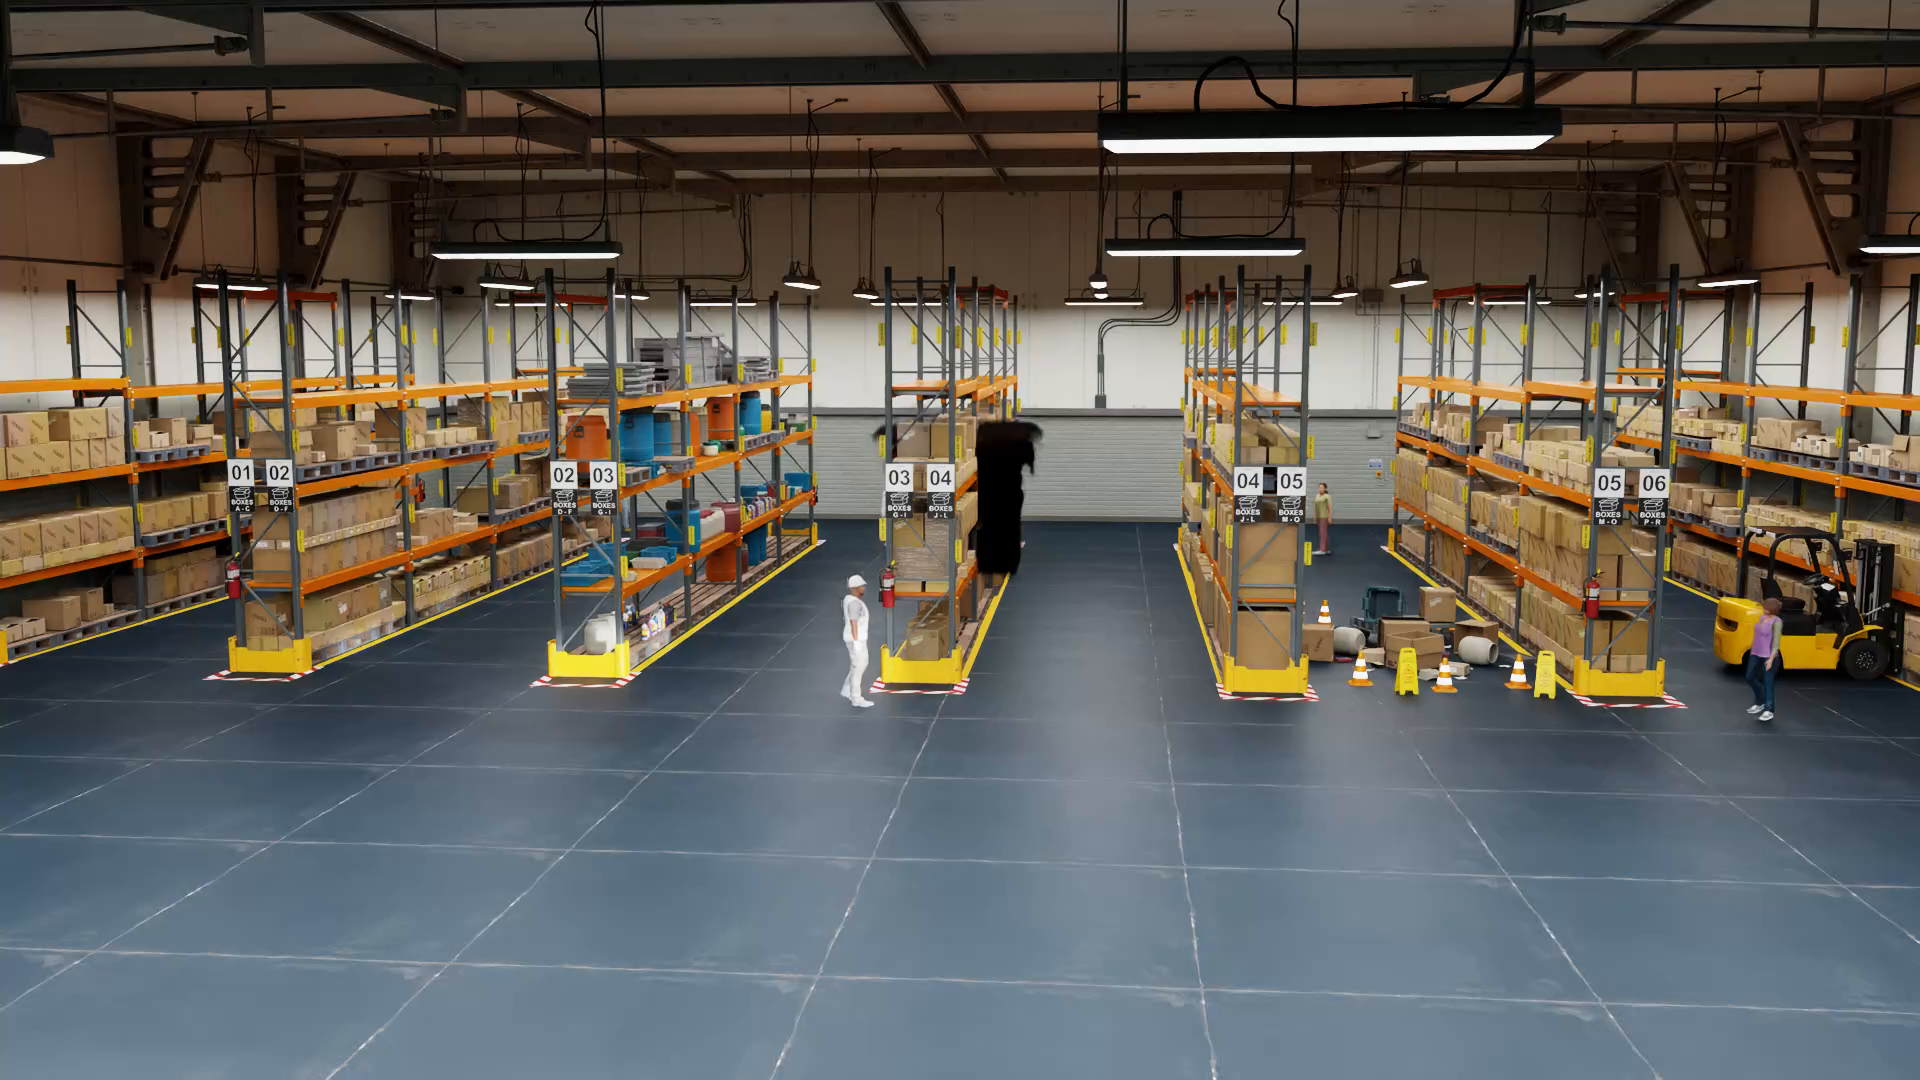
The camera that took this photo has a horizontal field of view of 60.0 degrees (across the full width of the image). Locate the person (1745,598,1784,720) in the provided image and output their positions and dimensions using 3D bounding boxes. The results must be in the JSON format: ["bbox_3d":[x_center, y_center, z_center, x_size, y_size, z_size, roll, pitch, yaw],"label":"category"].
[{"bbox_3d":[10.622,1.552,21.954,0.376,1.609,0.513,-2,7,-19],"label":"person"}]

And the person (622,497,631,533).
[{"bbox_3d":[-8.771,-1.051,42.877,0.641,1.731,1.005,-5,8,-34],"label":"person"}]

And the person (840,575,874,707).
[{"bbox_3d":[-1.398,1.376,22.717,0.413,1.800,0.655,-1,7,-8],"label":"person"}]

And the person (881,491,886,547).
[{"bbox_3d":[-1.653,-0.679,40.082,0.522,1.631,0.956,0,7,0],"label":"person"}]

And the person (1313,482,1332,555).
[{"bbox_3d":[8.390,-0.505,38.593,0.440,1.672,0.467,-1,7,-12],"label":"person"}]
